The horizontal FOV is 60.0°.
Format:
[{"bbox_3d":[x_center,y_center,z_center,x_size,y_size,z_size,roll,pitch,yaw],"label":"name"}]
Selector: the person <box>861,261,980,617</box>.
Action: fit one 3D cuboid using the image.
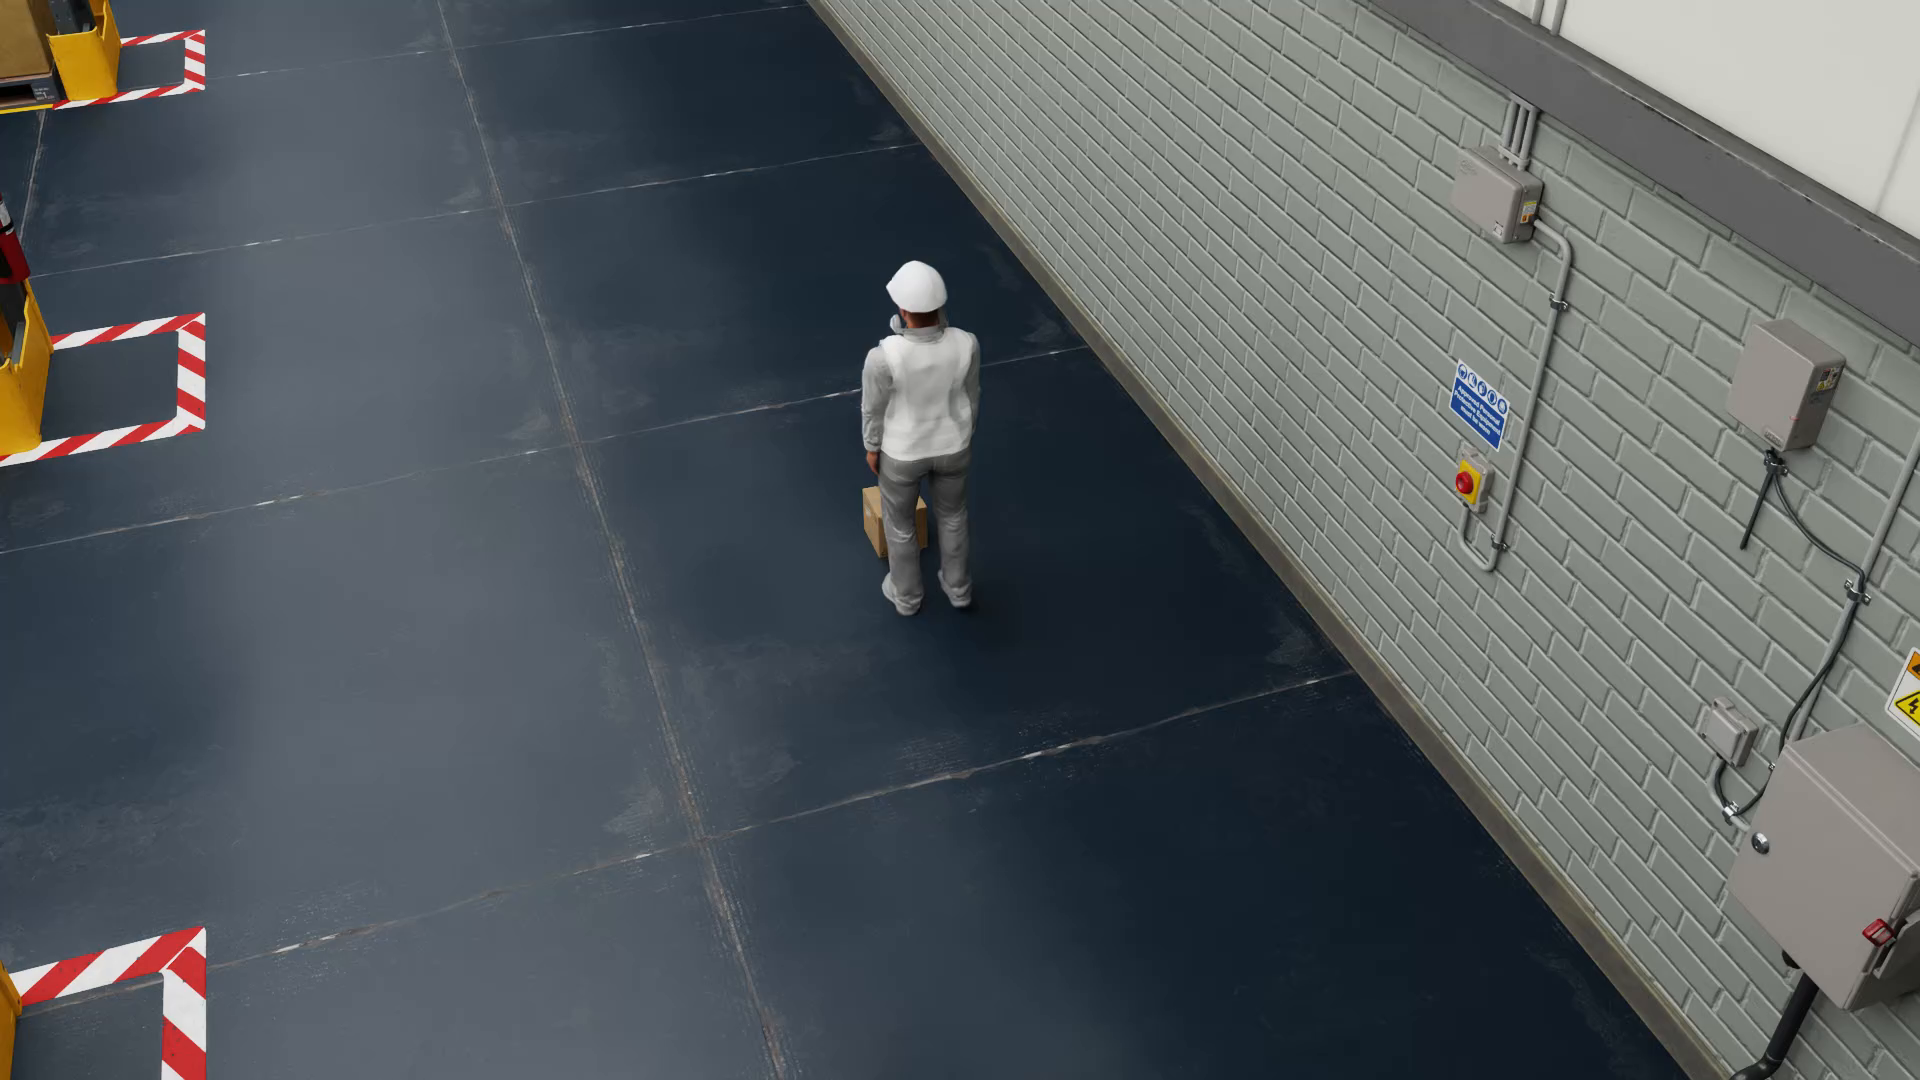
[{"bbox_3d":[-0.177,-0.428,7.337,0.533,1.779,0.360,-12,39,-15],"label":"person"}]
